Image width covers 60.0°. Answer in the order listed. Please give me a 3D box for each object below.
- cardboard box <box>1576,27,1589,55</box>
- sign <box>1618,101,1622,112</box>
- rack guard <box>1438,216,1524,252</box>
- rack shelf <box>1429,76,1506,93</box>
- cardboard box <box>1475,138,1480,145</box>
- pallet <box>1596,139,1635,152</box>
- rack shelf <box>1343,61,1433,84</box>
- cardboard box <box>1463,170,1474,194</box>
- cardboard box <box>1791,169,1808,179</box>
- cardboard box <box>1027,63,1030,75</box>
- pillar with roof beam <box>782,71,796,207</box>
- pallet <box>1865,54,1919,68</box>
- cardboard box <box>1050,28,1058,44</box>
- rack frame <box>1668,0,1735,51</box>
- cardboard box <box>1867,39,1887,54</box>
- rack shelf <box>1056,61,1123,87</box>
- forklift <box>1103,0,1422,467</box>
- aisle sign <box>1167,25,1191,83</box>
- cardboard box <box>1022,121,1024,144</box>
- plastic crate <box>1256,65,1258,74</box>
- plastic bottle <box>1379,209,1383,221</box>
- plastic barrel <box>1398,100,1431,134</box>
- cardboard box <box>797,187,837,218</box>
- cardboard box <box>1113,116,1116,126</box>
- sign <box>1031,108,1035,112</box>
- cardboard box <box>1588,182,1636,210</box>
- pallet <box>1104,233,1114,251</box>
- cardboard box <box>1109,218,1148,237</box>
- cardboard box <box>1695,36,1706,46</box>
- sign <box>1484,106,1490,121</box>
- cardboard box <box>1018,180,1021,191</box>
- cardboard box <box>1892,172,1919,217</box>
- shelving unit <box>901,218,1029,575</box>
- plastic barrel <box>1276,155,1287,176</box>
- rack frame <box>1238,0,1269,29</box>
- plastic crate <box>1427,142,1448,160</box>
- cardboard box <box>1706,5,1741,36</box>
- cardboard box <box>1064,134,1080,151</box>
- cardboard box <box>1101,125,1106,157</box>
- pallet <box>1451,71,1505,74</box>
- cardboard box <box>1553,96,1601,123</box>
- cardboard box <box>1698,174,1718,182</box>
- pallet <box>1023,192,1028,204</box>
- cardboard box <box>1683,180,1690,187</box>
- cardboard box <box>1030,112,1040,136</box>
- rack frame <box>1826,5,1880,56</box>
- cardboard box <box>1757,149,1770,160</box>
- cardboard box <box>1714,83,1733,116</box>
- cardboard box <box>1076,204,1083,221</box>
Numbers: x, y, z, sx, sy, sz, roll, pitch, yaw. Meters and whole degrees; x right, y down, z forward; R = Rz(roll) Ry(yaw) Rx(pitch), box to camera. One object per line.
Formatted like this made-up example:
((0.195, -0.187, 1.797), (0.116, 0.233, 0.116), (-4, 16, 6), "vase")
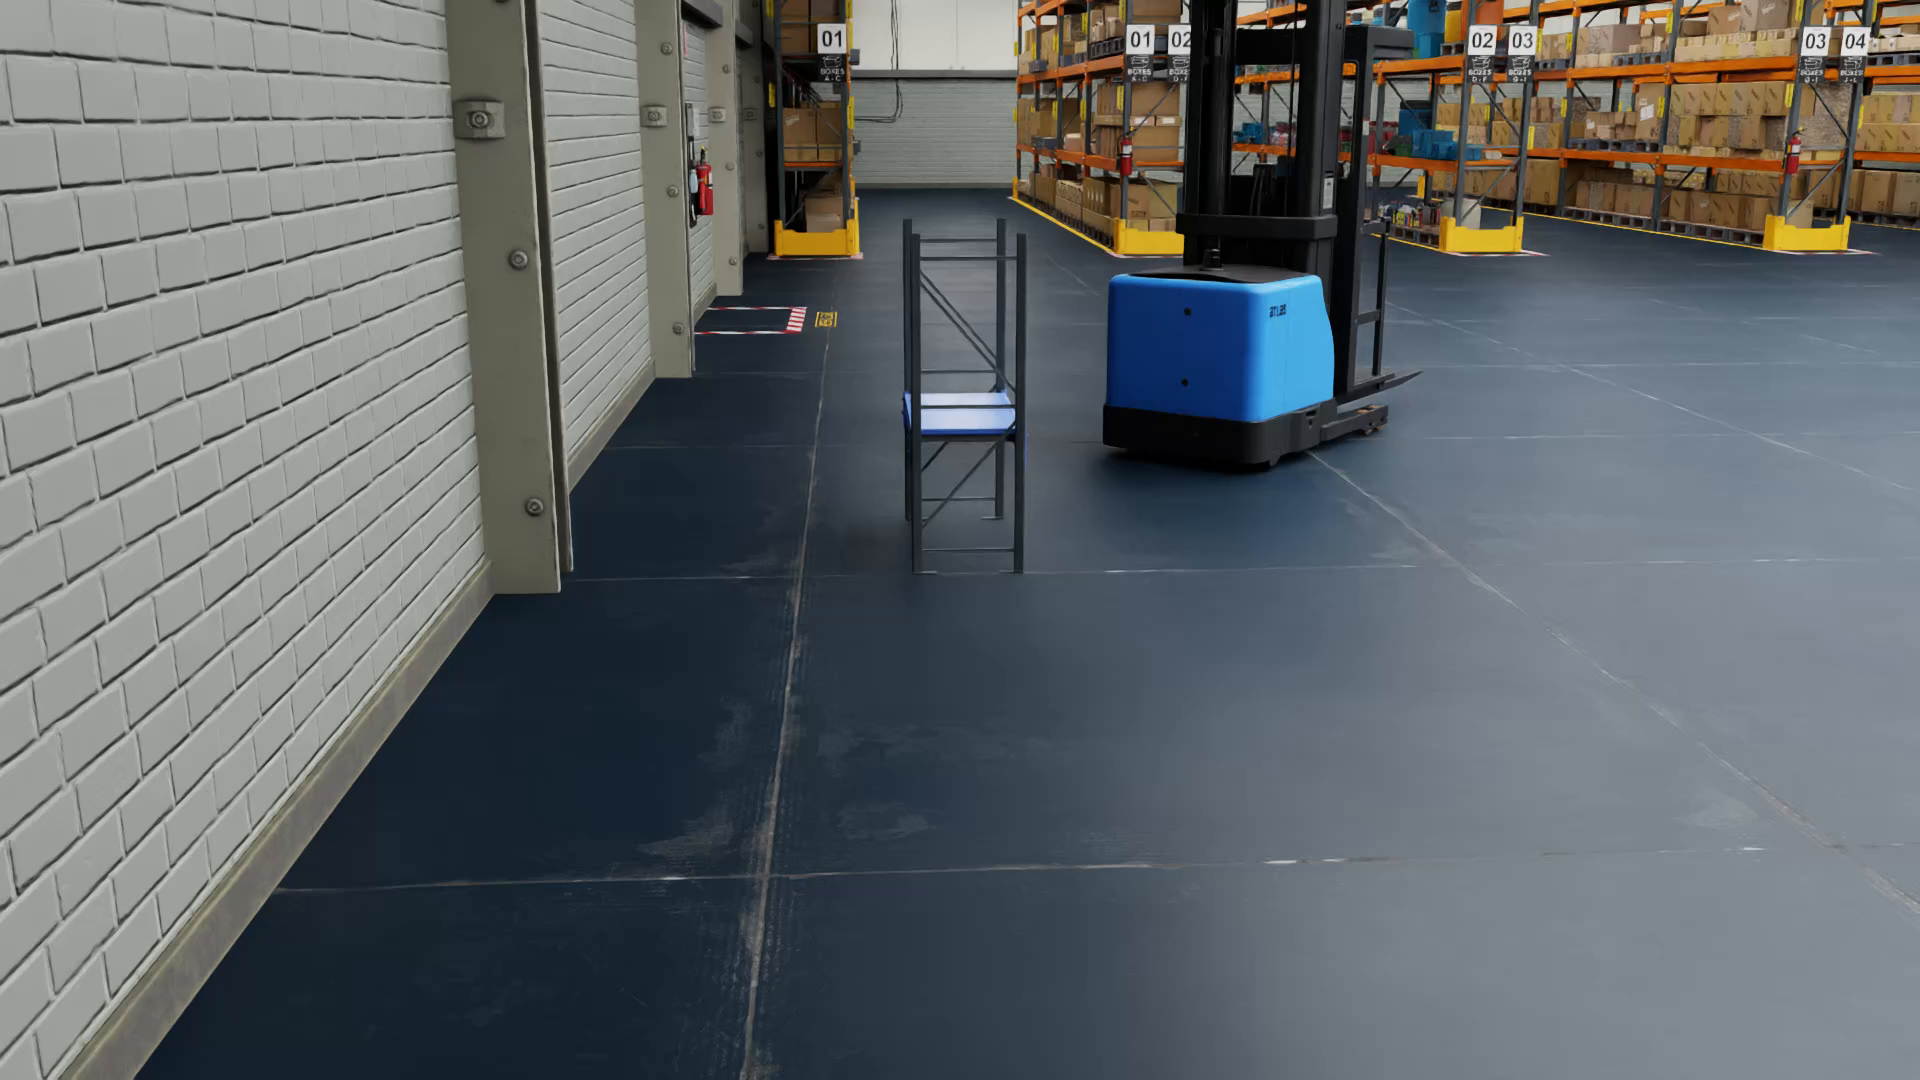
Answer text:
((12.009, -9.430, 31.432), (0.500, 0.500, 0.500), (-1, 14, -3), "cardboard box")
((12.778, -8.340, 32.258), (0.100, 0.325, 0.005), (-1, 14, -3), "sign")
((7.738, -4.549, 24.702), (1.175, 0.500, 0.348), (-1, 14, -3), "rack guard")
((11.865, -10.404, 37.866), (1.077, 0.370, 4.000), (-1, 14, -3), "rack shelf")
((11.627, -8.815, 36.772), (0.380, 0.149, 0.250), (-1, 14, -2), "cardboard box")
((12.400, -7.223, 30.463), (1.003, 0.211, 1.213), (-1, 14, -3), "pallet")
((7.417, -8.338, 29.836), (1.077, 0.370, 4.000), (-1, 14, -3), "rack shelf")
((11.972, -8.366, 37.942), (0.875, 0.875, 0.875), (-1, 14, -3), "cardboard box")
((16.890, -7.381, 33.361), (0.500, 0.250, 0.500), (-1, 14, -5), "cardboard box")
((1.746, -10.396, 36.692), (0.500, 0.250, 0.500), (-1, 14, -3), "cardboard box")
((0.548, -11.705, 35.460), (9.100, 9.000, 0.400), (-1, 14, -3), "pillar with roof beam")
((17.359, -8.783, 30.500), (1.003, 0.211, 1.213), (0, 14, -1), "pallet")
((2.145, -9.945, 33.394), (0.600, 0.600, 0.600), (-1, 15, -6), "cardboard box")
((12.485, -9.718, 27.736), (1.000, 3.000, 0.127), (-1, 14, -3), "rack frame")
((17.050, -9.183, 30.933), (0.500, 0.250, 0.500), (0, 14, -2), "cardboard box")
((2.473, -8.262, 29.542), (1.077, 0.370, 4.000), (-1, 14, -3), "rack shelf")
((2.127, -2.153, 10.511), (1.130, 2.935, 3.031), (10, 18, 35), "forklift")
((3.155, -6.913, 23.658), (0.394, 0.787, 0.004), (-1, 14, -3), "aisle sign")
((1.684, -9.326, 38.051), (0.500, 0.500, 0.500), (-1, 14, -4), "cardboard box")
((6.671, -10.319, 36.427), (0.416, 0.233, 0.300), (-1, 14, -3), "plastic crate")
((7.130, -5.483, 28.048), (0.097, 0.201, 0.097), (0, 14, 0), "plastic bottle")
((7.820, -7.080, 28.516), (0.600, 0.901, 0.708), (-1, 14, -3), "plastic barrel")
((-2.491, -5.896, 29.056), (0.700, 0.500, 0.500), (-1, 14, -5), "cardboard box")
((2.550, -6.442, 25.543), (0.380, 0.149, 0.250), (0, 14, -2), "cardboard box")
((1.561, -9.059, 35.478), (0.100, 0.325, 0.005), (-1, 14, -3), "sign")
((12.346, -6.506, 31.425), (0.700, 0.500, 0.500), (-2, 15, -8), "cardboard box")
((2.756, -4.505, 25.111), (1.003, 0.211, 1.213), (-1, 14, -3), "pallet")
((2.517, -4.666, 24.818), (0.500, 0.250, 0.500), (-1, 14, -3), "cardboard box")
((12.277, -8.167, 27.229), (0.380, 0.149, 0.250), (-1, 14, -3), "cardboard box")
((11.435, -9.251, 36.064), (0.100, 0.325, 0.005), (-1, 14, -3), "sign")
((1.635, -8.262, 38.754), (0.500, 0.250, 0.500), (-1, 14, -3), "cardboard box")
((17.313, -6.131, 29.506), (1.050, 0.750, 0.750), (-1, 14, -4), "cardboard box")
((0.005, -0.705, 7.757), (0.538, 1.500, 1.048), (-1, 14, -3), "shelving unit")
((7.062, -7.777, 35.602), (0.600, 0.901, 0.708), (-1, 14, -3), "plastic barrel")
((6.798, -12.626, 39.038), (1.000, 3.000, 0.127), (-1, 14, -3), "rack frame")
((7.425, -5.951, 25.433), (0.499, 0.251, 0.408), (-1, 14, -3), "plastic crate")
((12.767, -8.592, 27.579), (0.500, 0.500, 0.500), (-1, 14, -5), "cardboard box")
((2.212, -7.387, 30.894), (0.500, 0.311, 0.500), (-1, 14, -4), "cardboard box")
((2.670, -6.468, 26.943), (0.700, 0.500, 0.500), (-1, 14, -4), "cardboard box")
((11.876, -10.718, 37.822), (1.003, 0.211, 1.213), (-1, 14, -3), "pallet")
((12.208, -8.524, 32.920), (0.797, 0.503, 0.637), (0, 14, -2), "cardboard box")
((16.664, -8.049, 36.974), (0.380, 0.149, 0.250), (0, 14, -2), "cardboard box")
((1.981, -7.774, 37.819), (1.003, 0.211, 1.213), (-1, 14, -3), "pallet")
((16.546, -8.027, 37.487), (0.380, 0.149, 0.250), (-1, 14, -5), "cardboard box")
((1.908, -8.781, 35.090), (0.700, 0.500, 0.500), (-6, 16, -22), "cardboard box")
((17.194, -10.764, 31.803), (1.000, 3.000, 0.127), (-1, 14, -3), "rack frame")
((12.427, -5.887, 25.392), (0.380, 0.149, 0.250), (-1, 14, -3), "cardboard box")
((12.364, -7.000, 26.410), (0.500, 0.500, 0.500), (-1, 14, -3), "cardboard box")
((2.282, -5.631, 28.567), (0.500, 0.250, 0.500), (-1, 14, -4), "cardboard box")
